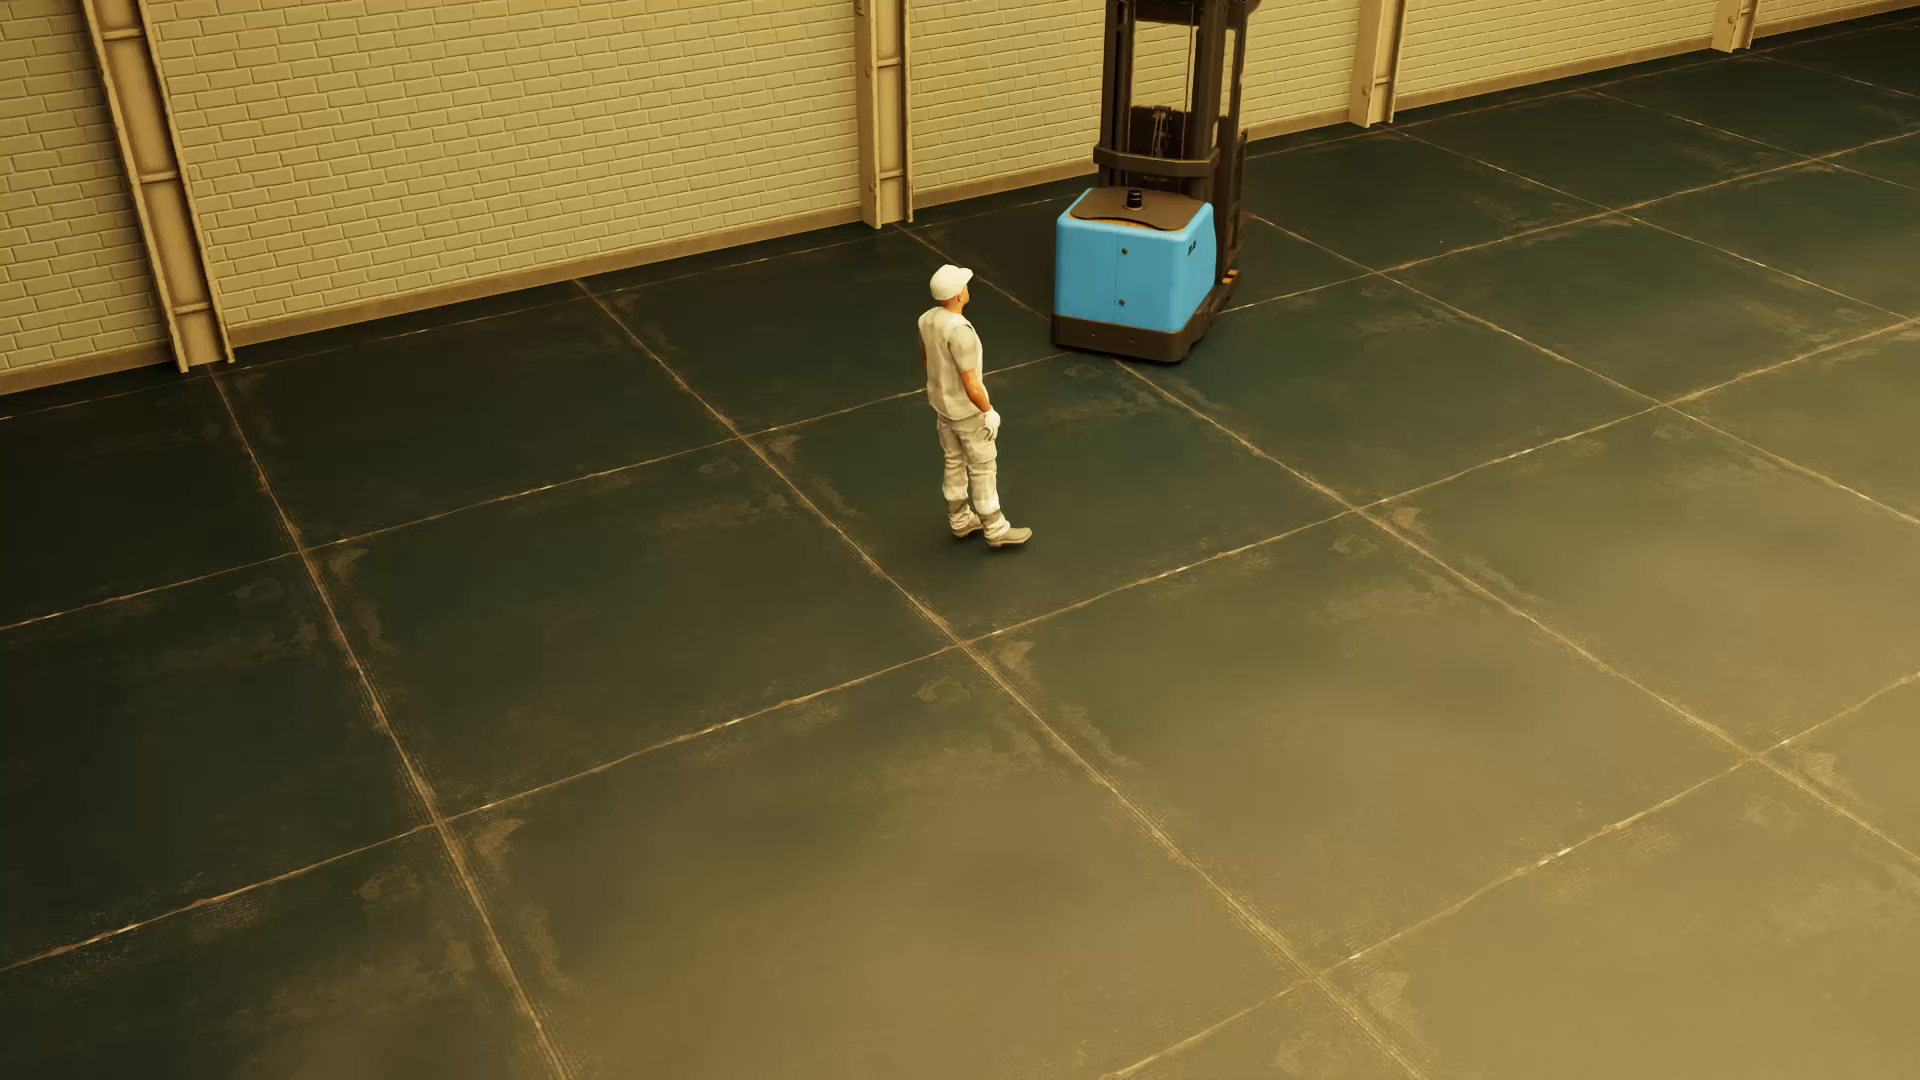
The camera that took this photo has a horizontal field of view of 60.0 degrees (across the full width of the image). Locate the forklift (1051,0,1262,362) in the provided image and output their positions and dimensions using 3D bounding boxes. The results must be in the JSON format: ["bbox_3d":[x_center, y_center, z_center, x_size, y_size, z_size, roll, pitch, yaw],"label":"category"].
[{"bbox_3d":[1.730,-3.349,13.240,1.130,2.935,3.031,12,33,19],"label":"forklift"}]

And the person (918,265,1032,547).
[{"bbox_3d":[0.075,-0.825,10.044,0.561,1.789,0.638,-17,35,-26],"label":"person"}]
